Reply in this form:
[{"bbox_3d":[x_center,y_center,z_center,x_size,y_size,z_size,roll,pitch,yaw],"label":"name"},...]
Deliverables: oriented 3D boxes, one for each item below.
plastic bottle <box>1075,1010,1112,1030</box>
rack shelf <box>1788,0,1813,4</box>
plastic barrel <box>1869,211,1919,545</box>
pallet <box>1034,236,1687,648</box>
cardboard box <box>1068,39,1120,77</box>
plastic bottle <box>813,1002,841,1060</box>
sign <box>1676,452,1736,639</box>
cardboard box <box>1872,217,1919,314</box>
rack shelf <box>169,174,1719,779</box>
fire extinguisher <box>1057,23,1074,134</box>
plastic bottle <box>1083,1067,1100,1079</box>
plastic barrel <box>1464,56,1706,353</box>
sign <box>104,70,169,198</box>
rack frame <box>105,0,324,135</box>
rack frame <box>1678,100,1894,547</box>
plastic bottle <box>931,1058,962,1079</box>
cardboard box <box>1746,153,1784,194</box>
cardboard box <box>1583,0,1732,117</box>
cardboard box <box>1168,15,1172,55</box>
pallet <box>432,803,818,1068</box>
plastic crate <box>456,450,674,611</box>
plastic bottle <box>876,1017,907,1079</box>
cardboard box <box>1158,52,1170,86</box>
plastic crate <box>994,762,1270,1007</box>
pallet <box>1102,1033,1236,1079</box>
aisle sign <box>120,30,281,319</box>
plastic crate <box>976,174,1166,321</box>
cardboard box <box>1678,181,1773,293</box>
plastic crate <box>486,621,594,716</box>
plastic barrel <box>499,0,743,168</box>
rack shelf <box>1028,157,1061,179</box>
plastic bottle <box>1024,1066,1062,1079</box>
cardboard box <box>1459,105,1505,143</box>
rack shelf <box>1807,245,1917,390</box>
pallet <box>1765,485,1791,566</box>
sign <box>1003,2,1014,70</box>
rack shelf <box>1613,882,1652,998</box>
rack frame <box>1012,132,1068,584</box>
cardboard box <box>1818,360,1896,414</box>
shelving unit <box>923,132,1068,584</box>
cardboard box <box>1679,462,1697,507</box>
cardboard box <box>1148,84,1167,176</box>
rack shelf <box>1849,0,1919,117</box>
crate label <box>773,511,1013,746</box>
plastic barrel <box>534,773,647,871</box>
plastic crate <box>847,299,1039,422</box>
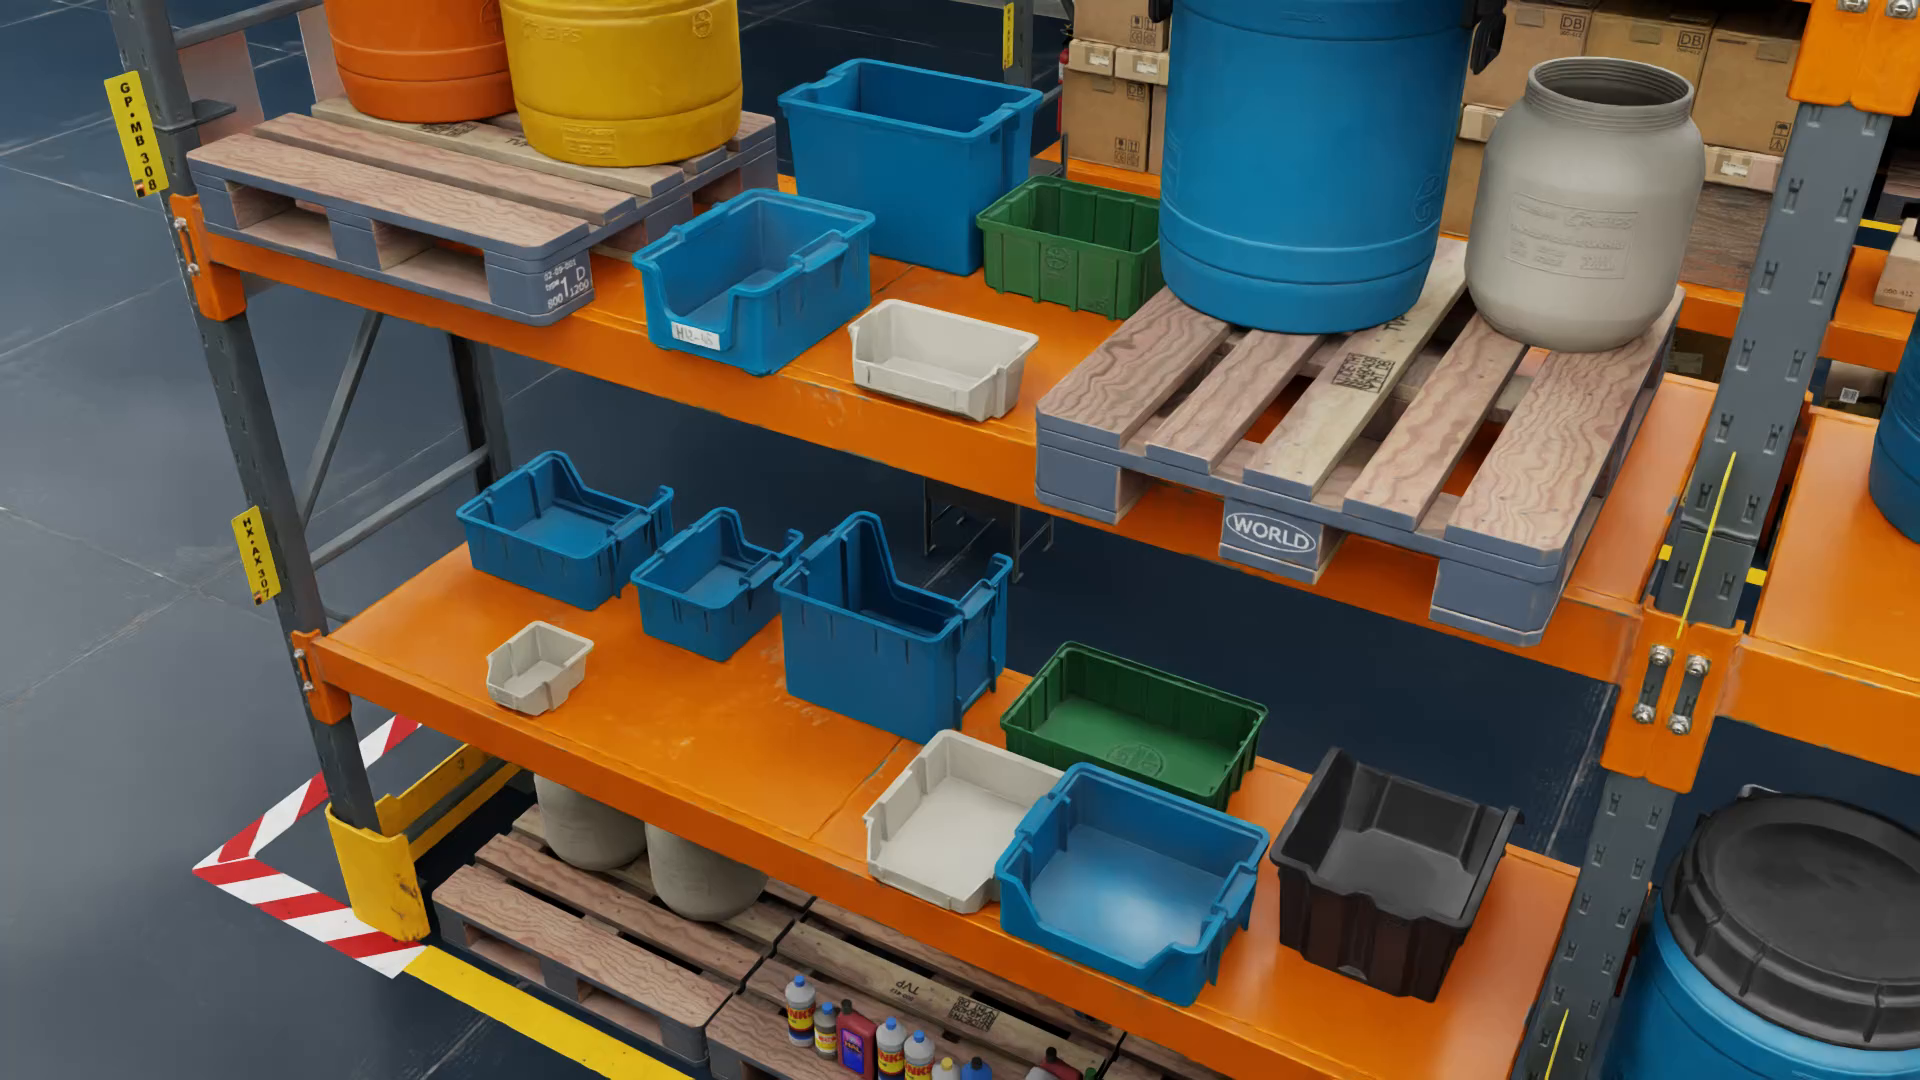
[{"bbox_3d":[0.464,1.441,5.440,0.135,0.276,0.152,18,37,24],"label":"plastic bottle"},{"bbox_3d":[2.268,-2.879,7.810,4.000,0.370,1.077,18,37,24],"label":"rack shelf"},{"bbox_3d":[2.092,-0.419,3.015,0.708,0.901,0.600,18,37,24],"label":"plastic barrel"},{"bbox_3d":[0.868,-0.319,3.486,1.003,0.211,1.213,18,37,24],"label":"pallet"},{"bbox_3d":[0.765,-2.580,8.743,0.250,0.149,0.380,17,37,24],"label":"cardboard box"},{"bbox_3d":[-0.420,1.561,5.327,0.097,0.201,0.097,0,34,0],"label":"plastic bottle"},{"bbox_3d":[1.261,0.012,2.811,0.005,0.325,0.100,18,37,24],"label":"sign"},{"bbox_3d":[4.453,-1.203,7.486,0.500,0.250,0.500,20,39,27],"label":"cardboard box"},{"bbox_3d":[-0.193,-0.497,4.232,4.000,0.370,1.077,18,37,24],"label":"rack shelf"},{"bbox_3d":[0.659,-2.704,9.674,0.183,0.674,0.296,18,37,24],"label":"fire extinguisher"},{"bbox_3d":[0.423,1.714,5.024,0.133,0.283,0.061,18,37,24],"label":"plastic bottle"},{"bbox_3d":[1.267,-0.680,3.379,0.421,0.512,0.421,0,34,0],"label":"plastic barrel"},{"bbox_3d":[-2.206,-1.086,4.460,0.005,0.325,0.100,18,37,24],"label":"sign"},{"bbox_3d":[-1.930,-2.594,4.027,0.127,3.000,1.000,18,37,24],"label":"rack frame"},{"bbox_3d":[1.543,-1.494,2.375,0.127,3.000,1.000,18,37,24],"label":"rack frame"},{"bbox_3d":[-0.040,1.682,5.146,0.097,0.201,0.097,0,34,0],"label":"plastic bottle"},{"bbox_3d":[3.662,-1.663,7.366,0.250,0.149,0.380,18,37,24],"label":"cardboard box"},{"bbox_3d":[3.176,-2.219,7.615,0.500,0.500,0.700,17,37,24],"label":"cardboard box"},{"bbox_3d":[1.436,-2.771,8.444,0.500,0.500,0.700,17,37,23],"label":"cardboard box"},{"bbox_3d":[-1.138,1.287,6.126,1.213,0.211,1.003,18,37,24],"label":"pallet"},{"bbox_3d":[-1.347,-0.042,5.741,0.616,0.251,0.499,18,37,24],"label":"plastic crate"},{"bbox_3d":[-0.213,1.598,5.209,0.097,0.271,0.097,0,34,0],"label":"plastic bottle"},{"bbox_3d":[1.212,-2.440,8.532,0.250,0.149,0.380,18,38,25],"label":"cardboard box"},{"bbox_3d":[0.448,0.891,4.340,0.616,0.251,0.499,18,37,24],"label":"plastic crate"},{"bbox_3d":[0.981,1.958,5.118,1.213,0.211,1.003,18,37,24],"label":"pallet"},{"bbox_3d":[-2.138,-1.058,4.788,0.004,0.787,0.394,18,37,24],"label":"aisle sign"},{"bbox_3d":[0.308,-0.723,4.114,0.450,0.188,0.336,18,37,24],"label":"plastic crate"},{"bbox_3d":[3.616,-1.541,7.767,0.500,0.500,0.700,17,37,23],"label":"cardboard box"},{"bbox_3d":[-1.312,0.413,5.161,0.250,0.136,0.298,18,37,24],"label":"plastic crate"},{"bbox_3d":[-0.877,-1.347,4.311,0.600,0.588,0.600,0,34,0],"label":"plastic barrel"},{"bbox_3d":[0.144,-1.400,7.219,0.480,0.518,0.431,18,37,24],"label":"rack shelf"},{"bbox_3d":[0.255,1.727,5.011,0.135,0.276,0.152,18,38,25],"label":"plastic bottle"},{"bbox_3d":[2.560,-2.013,7.892,0.250,0.149,0.380,19,38,26],"label":"cardboard box"},{"bbox_3d":[5.741,-0.531,6.990,4.000,0.370,1.077,18,37,24],"label":"rack shelf"},{"bbox_3d":[4.663,-0.036,8.113,1.213,0.211,1.003,18,37,24],"label":"pallet"},{"bbox_3d":[0.251,-2.608,8.608,0.005,0.325,0.100,18,37,24],"label":"sign"},{"bbox_3d":[3.280,1.852,3.411,4.000,0.370,1.077,18,37,24],"label":"rack shelf"},{"bbox_3d":[0.356,-0.761,7.499,0.015,2.100,0.400,18,37,24],"label":"rack frame"},{"bbox_3d":[4.498,-0.670,8.146,0.500,0.311,0.500,18,37,24],"label":"cardboard box"},{"bbox_3d":[0.144,-0.828,7.600,0.503,2.100,0.431,18,37,24],"label":"shelving unit"},{"bbox_3d":[3.493,-0.433,8.295,0.500,0.250,0.500,18,37,24],"label":"cardboard box"},{"bbox_3d":[1.389,-2.245,8.825,0.500,0.500,0.700,19,38,26],"label":"cardboard box"},{"bbox_3d":[3.280,-0.478,1.860,4.000,0.370,1.077,18,37,24],"label":"rack shelf"},{"bbox_3d":[-0.197,0.264,5.116,0.616,0.435,0.502,18,37,24],"label":"crate label"},{"bbox_3d":[-1.320,0.907,6.047,0.421,0.512,0.421,0,34,0],"label":"plastic barrel"},{"bbox_3d":[-0.051,-0.383,3.650,0.396,0.136,0.243,18,37,24],"label":"plastic crate"}]
